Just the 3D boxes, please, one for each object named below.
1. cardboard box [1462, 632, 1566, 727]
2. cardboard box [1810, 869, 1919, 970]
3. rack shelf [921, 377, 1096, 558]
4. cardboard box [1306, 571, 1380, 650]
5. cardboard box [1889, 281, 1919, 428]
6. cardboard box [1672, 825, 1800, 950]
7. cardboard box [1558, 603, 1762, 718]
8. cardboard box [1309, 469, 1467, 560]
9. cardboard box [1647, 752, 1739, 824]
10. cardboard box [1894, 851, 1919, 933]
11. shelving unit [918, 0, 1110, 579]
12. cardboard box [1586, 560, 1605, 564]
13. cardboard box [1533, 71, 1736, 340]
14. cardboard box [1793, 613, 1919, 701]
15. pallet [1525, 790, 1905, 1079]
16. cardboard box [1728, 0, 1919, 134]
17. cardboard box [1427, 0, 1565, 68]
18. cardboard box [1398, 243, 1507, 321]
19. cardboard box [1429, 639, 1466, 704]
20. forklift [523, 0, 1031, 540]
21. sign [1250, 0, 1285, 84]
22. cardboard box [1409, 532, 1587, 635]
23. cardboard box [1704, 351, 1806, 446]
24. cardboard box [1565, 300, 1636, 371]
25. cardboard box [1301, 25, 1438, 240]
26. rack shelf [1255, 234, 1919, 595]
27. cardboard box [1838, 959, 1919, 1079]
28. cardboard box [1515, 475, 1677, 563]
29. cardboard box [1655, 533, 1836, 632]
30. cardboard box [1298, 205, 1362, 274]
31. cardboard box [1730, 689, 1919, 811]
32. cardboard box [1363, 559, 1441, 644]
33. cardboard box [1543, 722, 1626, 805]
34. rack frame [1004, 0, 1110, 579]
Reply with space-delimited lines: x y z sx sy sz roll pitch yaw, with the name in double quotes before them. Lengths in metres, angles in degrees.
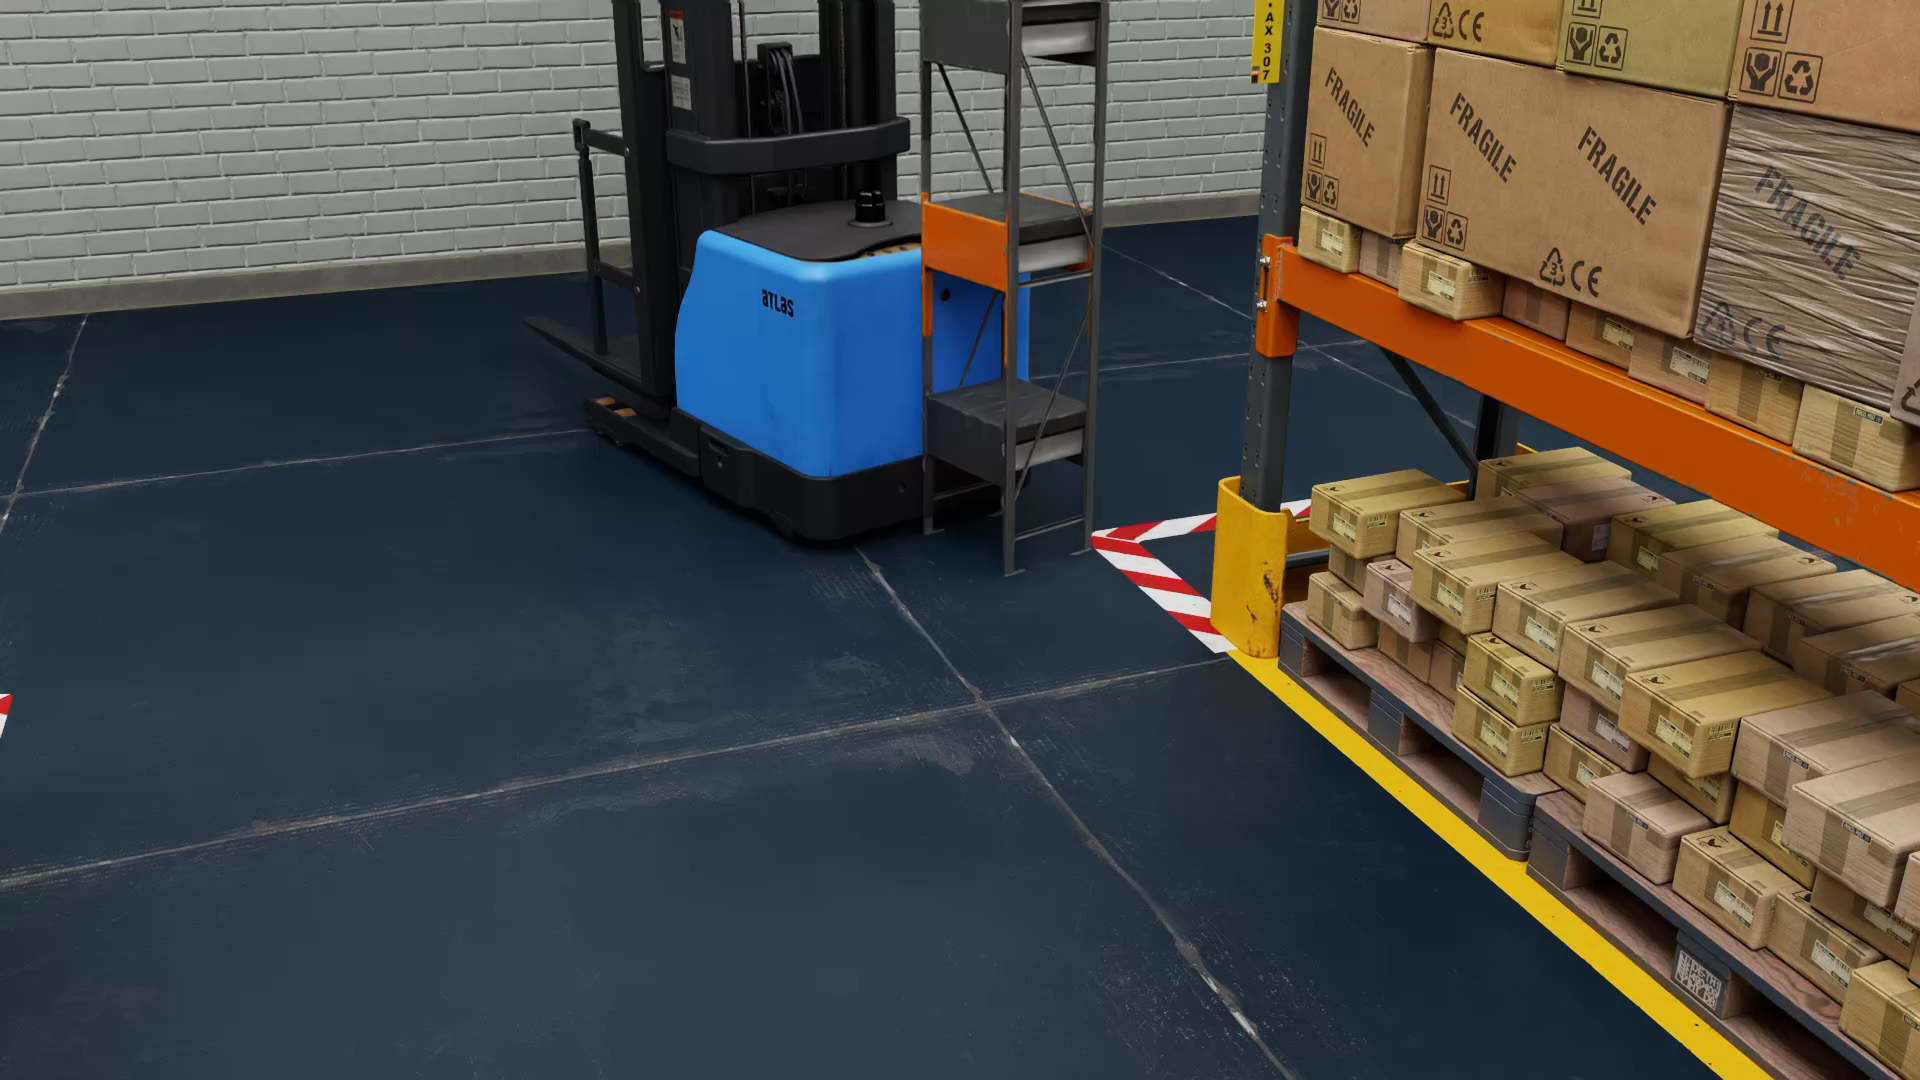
"cardboard box" 1.549 0.338 4.333 0.380 0.149 0.250 -8 24 -17
"cardboard box" 2.006 0.717 3.434 0.380 0.149 0.250 -10 25 -21
"rack shelf" 0.174 -0.296 6.086 0.431 0.518 0.480 -16 28 -34
"cardboard box" 1.287 0.192 5.063 0.380 0.149 0.250 -8 24 -18
"cardboard box" 2.022 -0.399 2.823 0.500 0.500 0.500 -8 24 -19
"cardboard box" 1.846 0.752 3.734 0.380 0.149 0.250 -8 24 -19
"cardboard box" 1.702 0.294 4.055 0.380 0.149 0.250 -7 24 -17
"cardboard box" 1.269 -0.080 4.941 0.380 0.149 0.250 -10 25 -21
"cardboard box" 1.866 0.514 3.915 0.380 0.149 0.250 -7 24 -16
"cardboard box" 2.022 0.676 3.149 0.380 0.149 0.250 -10 25 -22
"shelving unit" 0.174 -0.954 5.809 0.431 2.100 0.503 -16 28 -34
"cardboard box" 1.897 0.075 4.956 0.380 0.149 0.250 -9 24 -20
"cardboard box" 1.676 -0.774 3.713 0.500 0.500 0.500 -8 24 -18
"cardboard box" 2.239 0.320 3.992 0.380 0.149 0.250 -9 25 -21
"pallet" 2.109 0.892 3.861 1.003 0.211 1.213 -8 24 -19
"cardboard box" 1.842 -1.048 3.075 0.500 0.500 0.500 -9 25 -21
"cardboard box" 1.496 -1.425 3.969 0.500 0.500 0.500 -8 24 -17
"cardboard box" 1.383 -0.692 4.354 0.380 0.149 0.250 -9 24 -20
"cardboard box" 1.550 0.365 4.652 0.380 0.149 0.250 -8 24 -18
"forklift" -1.004 -1.858 6.884 1.130 2.935 3.031 -16 28 -34
"sign" 0.894 -1.487 4.802 0.100 0.325 0.005 -8 24 -19
"cardboard box" 1.448 0.113 4.484 0.380 0.149 0.250 -8 24 -19
"cardboard box" 1.808 -0.325 3.481 0.380 0.149 0.250 -7 24 -17
"cardboard box" 1.675 -0.515 3.934 0.380 0.149 0.250 -9 24 -20
"cardboard box" 1.302 -1.145 4.593 0.500 0.500 0.500 -7 24 -16
"rack shelf" 2.108 -0.105 3.562 1.077 0.370 4.000 -8 24 -19
"cardboard box" 1.991 0.939 3.290 0.380 0.149 0.250 -8 24 -19
"cardboard box" 1.860 -0.060 4.894 0.380 0.149 0.250 -8 24 -18
"cardboard box" 2.103 0.119 4.468 0.380 0.149 0.250 -9 25 -21
"cardboard box" 1.209 -0.884 4.810 0.380 0.149 0.250 -9 24 -19
"cardboard box" 1.930 0.474 3.627 0.380 0.149 0.250 -8 24 -19
"cardboard box" 1.390 0.153 4.771 0.380 0.149 0.250 -8 24 -19
"cardboard box" 1.717 0.552 4.207 0.380 0.149 0.250 -8 24 -19
"rack frame" 0.321 -0.878 5.630 0.400 2.100 0.015 -16 28 -34
